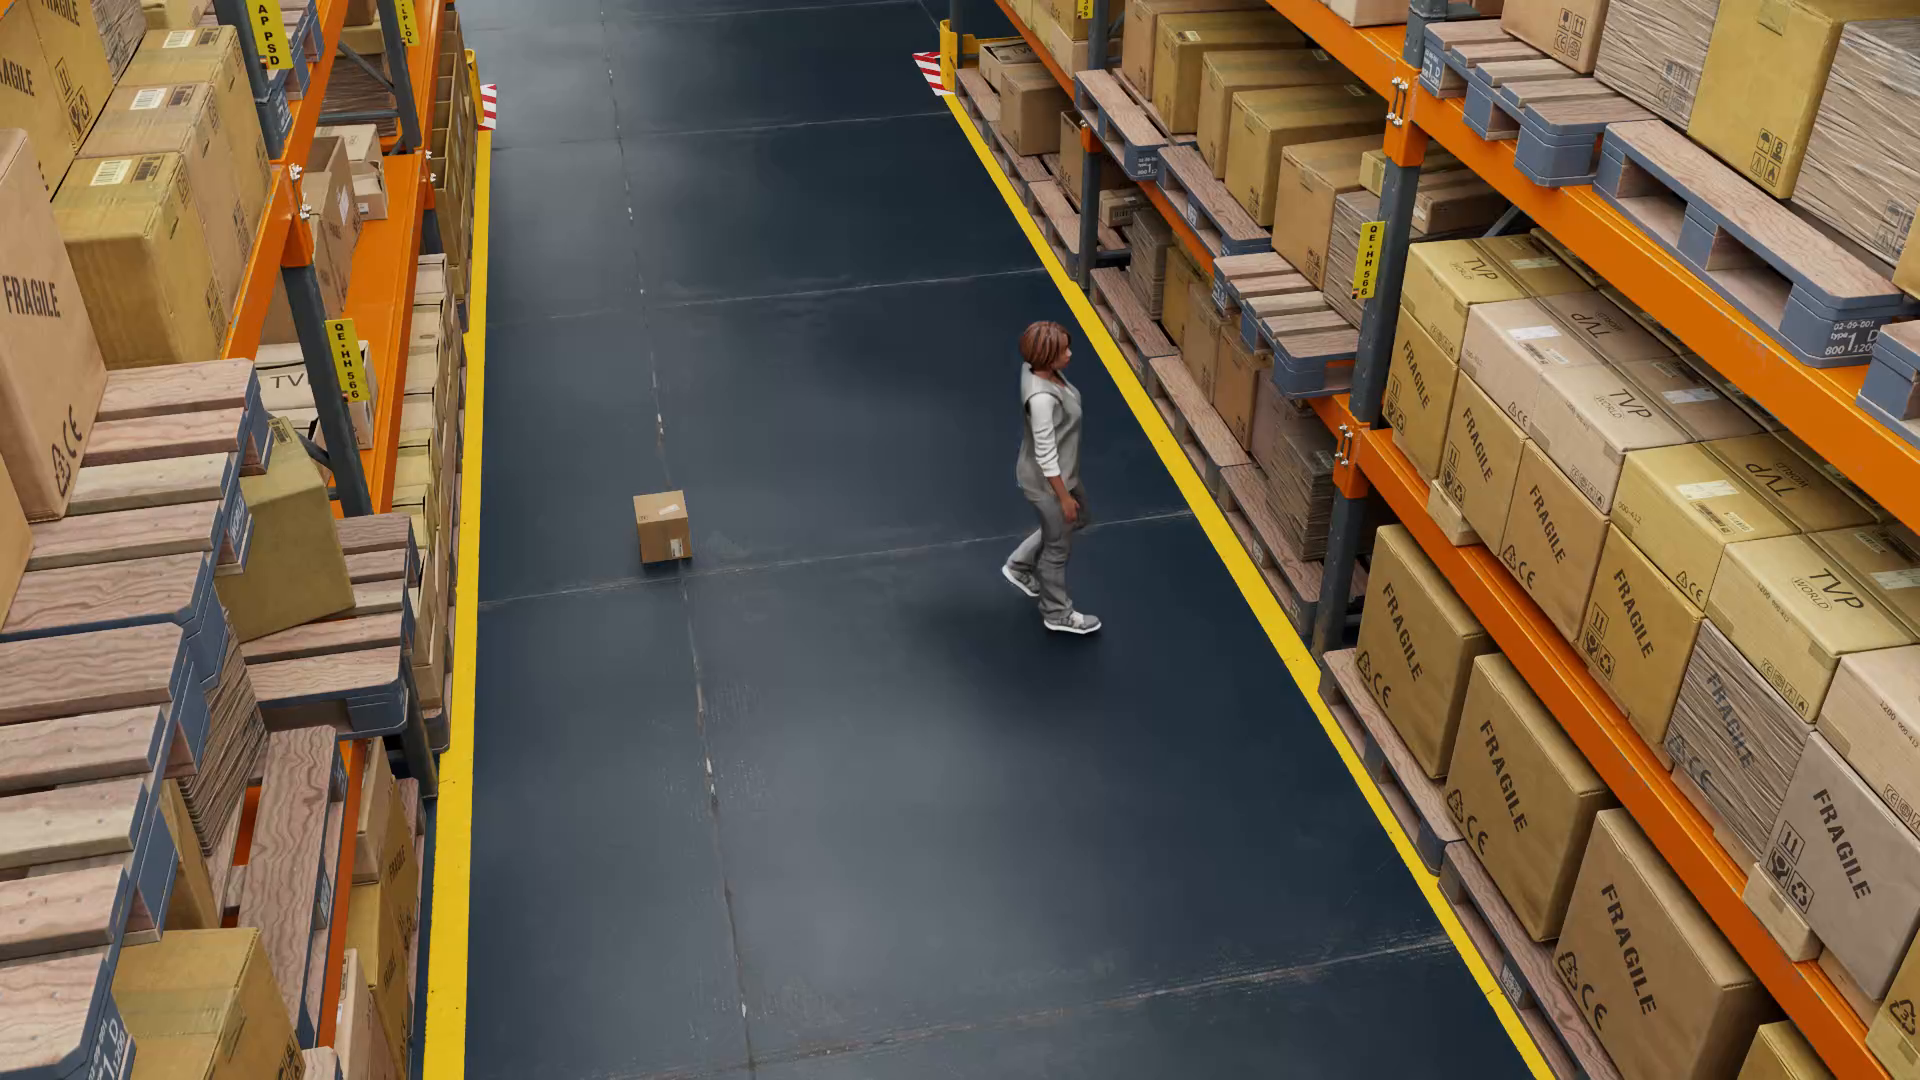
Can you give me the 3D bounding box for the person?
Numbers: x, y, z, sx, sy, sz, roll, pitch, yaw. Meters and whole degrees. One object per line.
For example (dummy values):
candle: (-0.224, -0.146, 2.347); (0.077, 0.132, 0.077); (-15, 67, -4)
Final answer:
person: (0.434, -0.274, 7.511); (0.475, 1.596, 0.452); (1, 35, 1)
